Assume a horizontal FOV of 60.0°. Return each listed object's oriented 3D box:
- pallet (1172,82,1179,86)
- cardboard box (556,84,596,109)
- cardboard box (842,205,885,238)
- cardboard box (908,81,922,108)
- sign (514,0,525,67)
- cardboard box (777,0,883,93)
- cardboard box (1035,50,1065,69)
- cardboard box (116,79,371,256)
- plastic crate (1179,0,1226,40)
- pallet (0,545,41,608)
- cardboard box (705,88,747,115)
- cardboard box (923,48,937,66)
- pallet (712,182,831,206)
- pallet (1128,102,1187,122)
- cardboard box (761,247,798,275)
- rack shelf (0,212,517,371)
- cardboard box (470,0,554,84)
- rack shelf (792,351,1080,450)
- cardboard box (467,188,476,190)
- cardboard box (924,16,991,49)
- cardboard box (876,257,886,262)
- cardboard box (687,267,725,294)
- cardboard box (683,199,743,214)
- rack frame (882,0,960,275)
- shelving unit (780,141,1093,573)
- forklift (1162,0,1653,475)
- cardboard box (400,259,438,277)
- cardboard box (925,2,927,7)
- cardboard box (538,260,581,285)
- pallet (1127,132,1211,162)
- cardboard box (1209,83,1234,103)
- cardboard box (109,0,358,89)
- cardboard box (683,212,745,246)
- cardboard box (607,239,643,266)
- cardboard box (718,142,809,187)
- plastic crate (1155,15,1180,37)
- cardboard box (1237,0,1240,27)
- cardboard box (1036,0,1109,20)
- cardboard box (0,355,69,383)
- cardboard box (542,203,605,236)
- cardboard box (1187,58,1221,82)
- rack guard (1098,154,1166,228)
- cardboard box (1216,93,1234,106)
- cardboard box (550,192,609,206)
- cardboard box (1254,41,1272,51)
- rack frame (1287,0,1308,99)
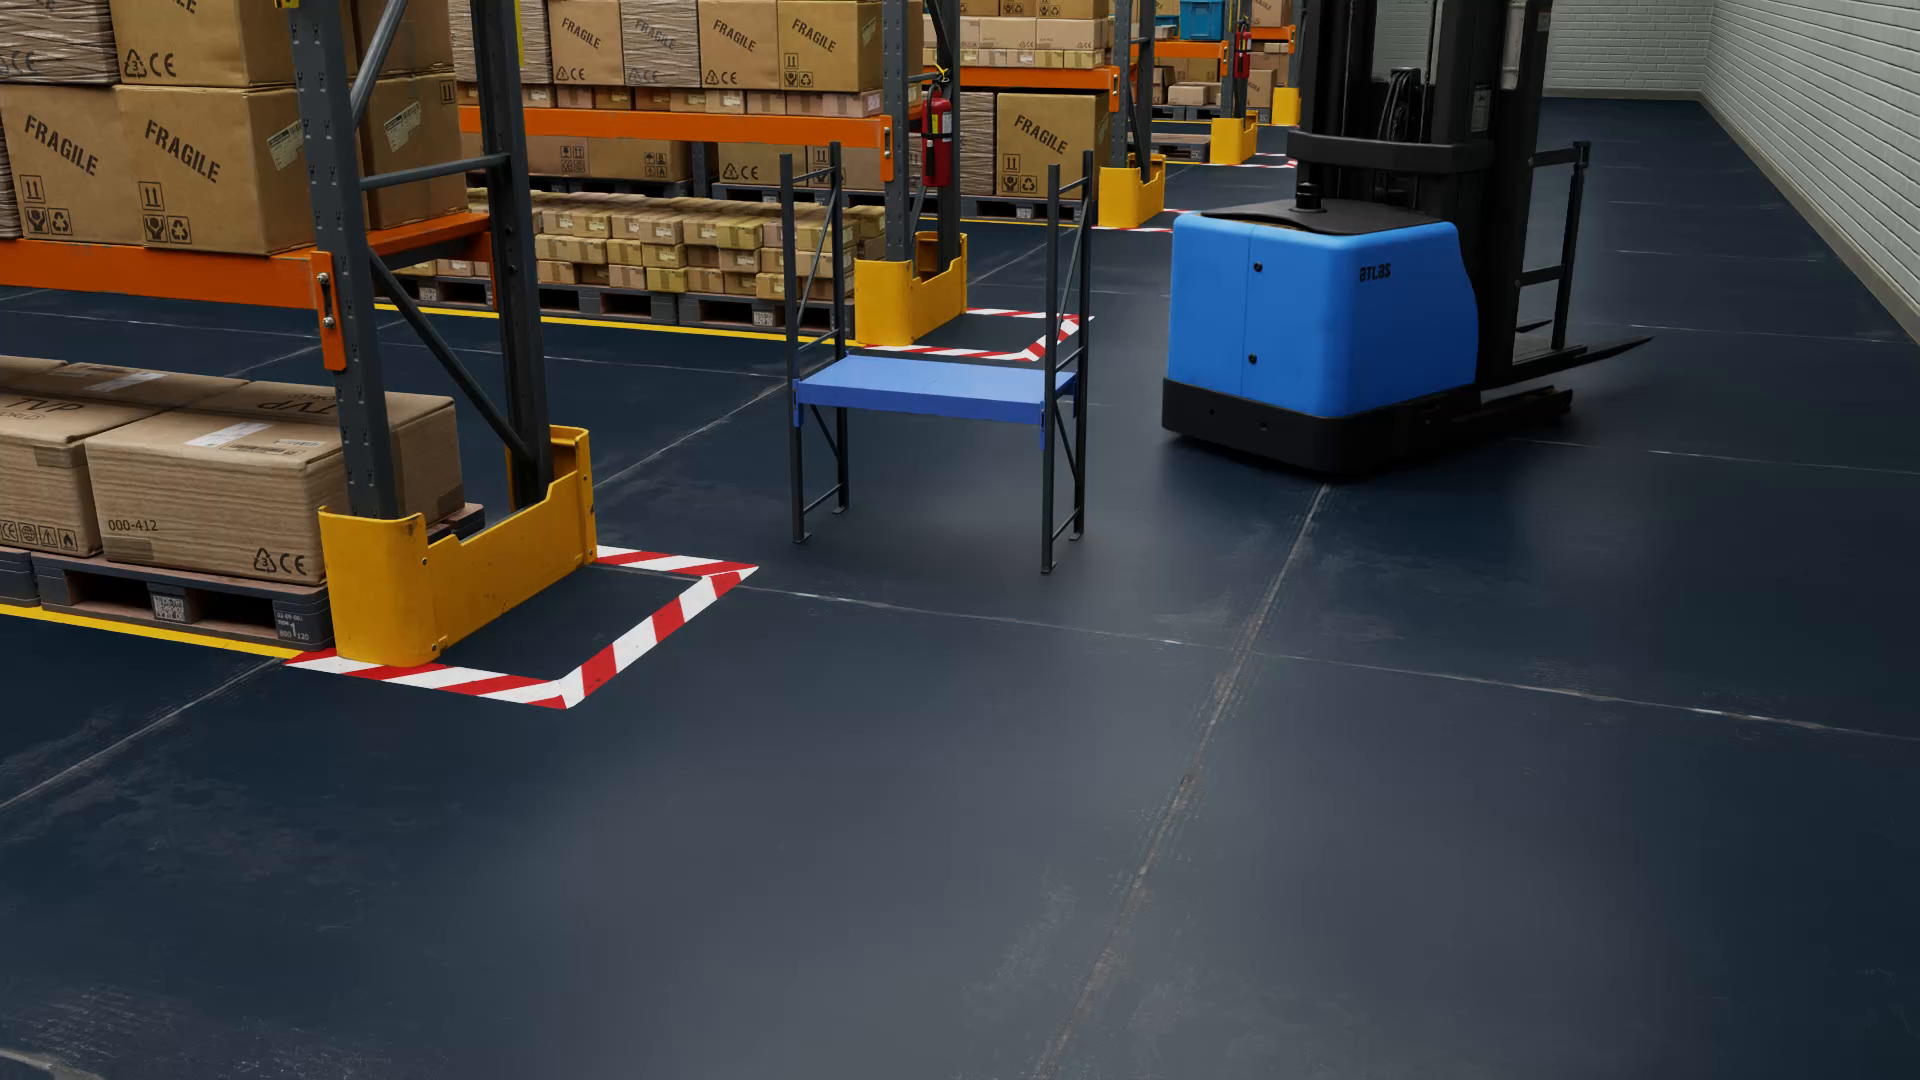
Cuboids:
[{"bbox_3d":[3.294,-7.909,28.945,1.213,0.211,1.003,7,20,18],"label":"pallet"},{"bbox_3d":[-2.309,-2.788,10.399,0.250,0.149,0.380,7,21,20],"label":"cardboard box"},{"bbox_3d":[-0.603,-2.044,10.672,0.250,0.149,0.380,6,20,16],"label":"cardboard box"},{"bbox_3d":[-0.418,-2.767,10.339,0.250,0.149,0.380,6,20,18],"label":"cardboard box"},{"bbox_3d":[-1.561,-1.817,5.796,0.005,0.325,0.100,7,20,18],"label":"sign"},{"bbox_3d":[-0.728,-2.905,9.749,0.500,0.500,0.500,7,20,19],"label":"cardboard box"},{"bbox_3d":[0.813,-4.125,14.234,0.250,0.149,0.380,7,20,19],"label":"cardboard box"},{"bbox_3d":[-2.291,-1.216,5.355,0.500,0.500,0.500,7,20,18],"label":"cardboard box"},{"bbox_3d":[2.751,-5.843,18.637,0.499,0.435,0.616,7,20,18],"label":"plastic crate"},{"bbox_3d":[-3.678,-0.076,6.475,1.213,0.211,1.003,7,20,18],"label":"pallet"},{"bbox_3d":[-1.333,-2.659,10.028,0.250,0.149,0.380,7,20,20],"label":"cardboard box"},{"bbox_3d":[-0.151,-4.235,14.550,0.250,0.149,0.380,7,20,18],"label":"cardboard box"},{"bbox_3d":[-1.582,-3.289,15.690,1.213,0.211,1.003,7,20,18],"label":"pallet"},{"bbox_3d":[2.784,-6.269,24.241,1.213,0.211,1.003,7,20,18],"label":"pallet"},{"bbox_3d":[-1.041,-1.755,10.294,0.250,0.149,0.380,6,20,17],"label":"cardboard box"},{"bbox_3d":[-3.638,-1.075,6.196,4.000,0.370,1.077,7,20,18],"label":"rack shelf"},{"bbox_3d":[-2.679,-3.120,10.365,0.500,0.500,0.500,6,20,17],"label":"cardboard box"},{"bbox_3d":[-0.081,-0.548,6.415,1.000,0.185,0.538,7,20,18],"label":"rack shelf"},{"bbox_3d":[-3.576,-2.356,11.568,0.250,0.149,0.380,7,20,20],"label":"cardboard box"},{"bbox_3d":[-0.001,-4.429,14.502,0.500,0.250,0.500,6,20,16],"label":"cardboard box"},{"bbox_3d":[-0.609,-1.757,10.753,0.250,0.149,0.380,7,20,19],"label":"cardboard box"},{"bbox_3d":[-1.520,-1.667,10.495,0.250,0.149,0.380,7,20,19],"label":"cardboard box"},{"bbox_3d":[-1.619,-2.137,10.940,0.250,0.149,0.380,7,21,20],"label":"cardboard box"},{"bbox_3d":[-0.219,-2.749,9.905,0.127,3.000,1.000,7,20,18],"label":"rack frame"},{"bbox_3d":[-0.081,-0.717,6.356,1.048,1.500,0.538,7,20,18],"label":"shelving unit"},{"bbox_3d":[2.414,-2.049,8.001,3.031,2.935,1.130,-15,24,-37],"label":"forklift"},{"bbox_3d":[-3.508,-1.865,11.062,0.250,0.149,0.380,7,20,20],"label":"cardboard box"},{"bbox_3d":[-0.709,-8.209,24.779,0.500,0.500,0.700,1,19,4],"label":"cardboard box"},{"bbox_3d":[-2.520,-1.766,10.779,0.250,0.149,0.380,6,20,17],"label":"cardboard box"},{"bbox_3d":[2.363,-4.604,19.465,1.213,0.211,1.003,7,20,18],"label":"pallet"},{"bbox_3d":[3.865,-6.470,24.089,0.500,0.250,0.500,7,20,18],"label":"cardboard box"},{"bbox_3d":[-2.282,-1.696,5.214,0.500,0.500,0.500,7,20,20],"label":"cardboard box"},{"bbox_3d":[-1.531,-1.941,10.378,0.250,0.149,0.380,6,20,16],"label":"cardboard box"},{"bbox_3d":[-2.033,-1.851,10.569,0.250,0.149,0.380,8,21,21],"label":"cardboard box"},{"bbox_3d":[-1.678,-3.811,15.542,0.875,0.875,0.875,7,20,18],"label":"cardboard box"},{"bbox_3d":[2.382,-5.969,19.307,0.300,0.233,0.416,7,20,18],"label":"plastic crate"},{"bbox_3d":[3.755,-7.426,23.170,0.500,0.500,0.500,7,20,19],"label":"cardboard box"},{"bbox_3d":[0.957,-4.675,14.066,0.500,0.500,0.500,7,20,19],"label":"cardboard box"},{"bbox_3d":[-4.123,-0.421,6.483,0.875,0.438,0.875,6,20,16],"label":"cardboard box"},{"bbox_3d":[-2.493,-2.074,10.759,0.250,0.149,0.380,6,20,16],"label":"cardboard box"},{"bbox_3d":[4.232,-8.126,28.491,0.500,0.500,0.700,7,20,19],"label":"cardboard box"},{"bbox_3d":[1.526,-3.097,14.701,0.348,0.500,1.175,7,20,18],"label":"rack guard"},{"bbox_3d":[3.811,-6.283,23.681,0.250,0.166,0.380,7,20,18],"label":"cardboard box"},{"bbox_3d":[-2.579,-2.264,11.302,0.250,0.149,0.380,6,20,15],"label":"cardboard box"},{"bbox_3d":[5.155,-8.399,28.289,0.250,0.149,0.380,7,20,19],"label":"cardboard box"},{"bbox_3d":[4.758,-7.360,23.133,0.127,3.000,1.000,7,20,18],"label":"rack frame"}]
